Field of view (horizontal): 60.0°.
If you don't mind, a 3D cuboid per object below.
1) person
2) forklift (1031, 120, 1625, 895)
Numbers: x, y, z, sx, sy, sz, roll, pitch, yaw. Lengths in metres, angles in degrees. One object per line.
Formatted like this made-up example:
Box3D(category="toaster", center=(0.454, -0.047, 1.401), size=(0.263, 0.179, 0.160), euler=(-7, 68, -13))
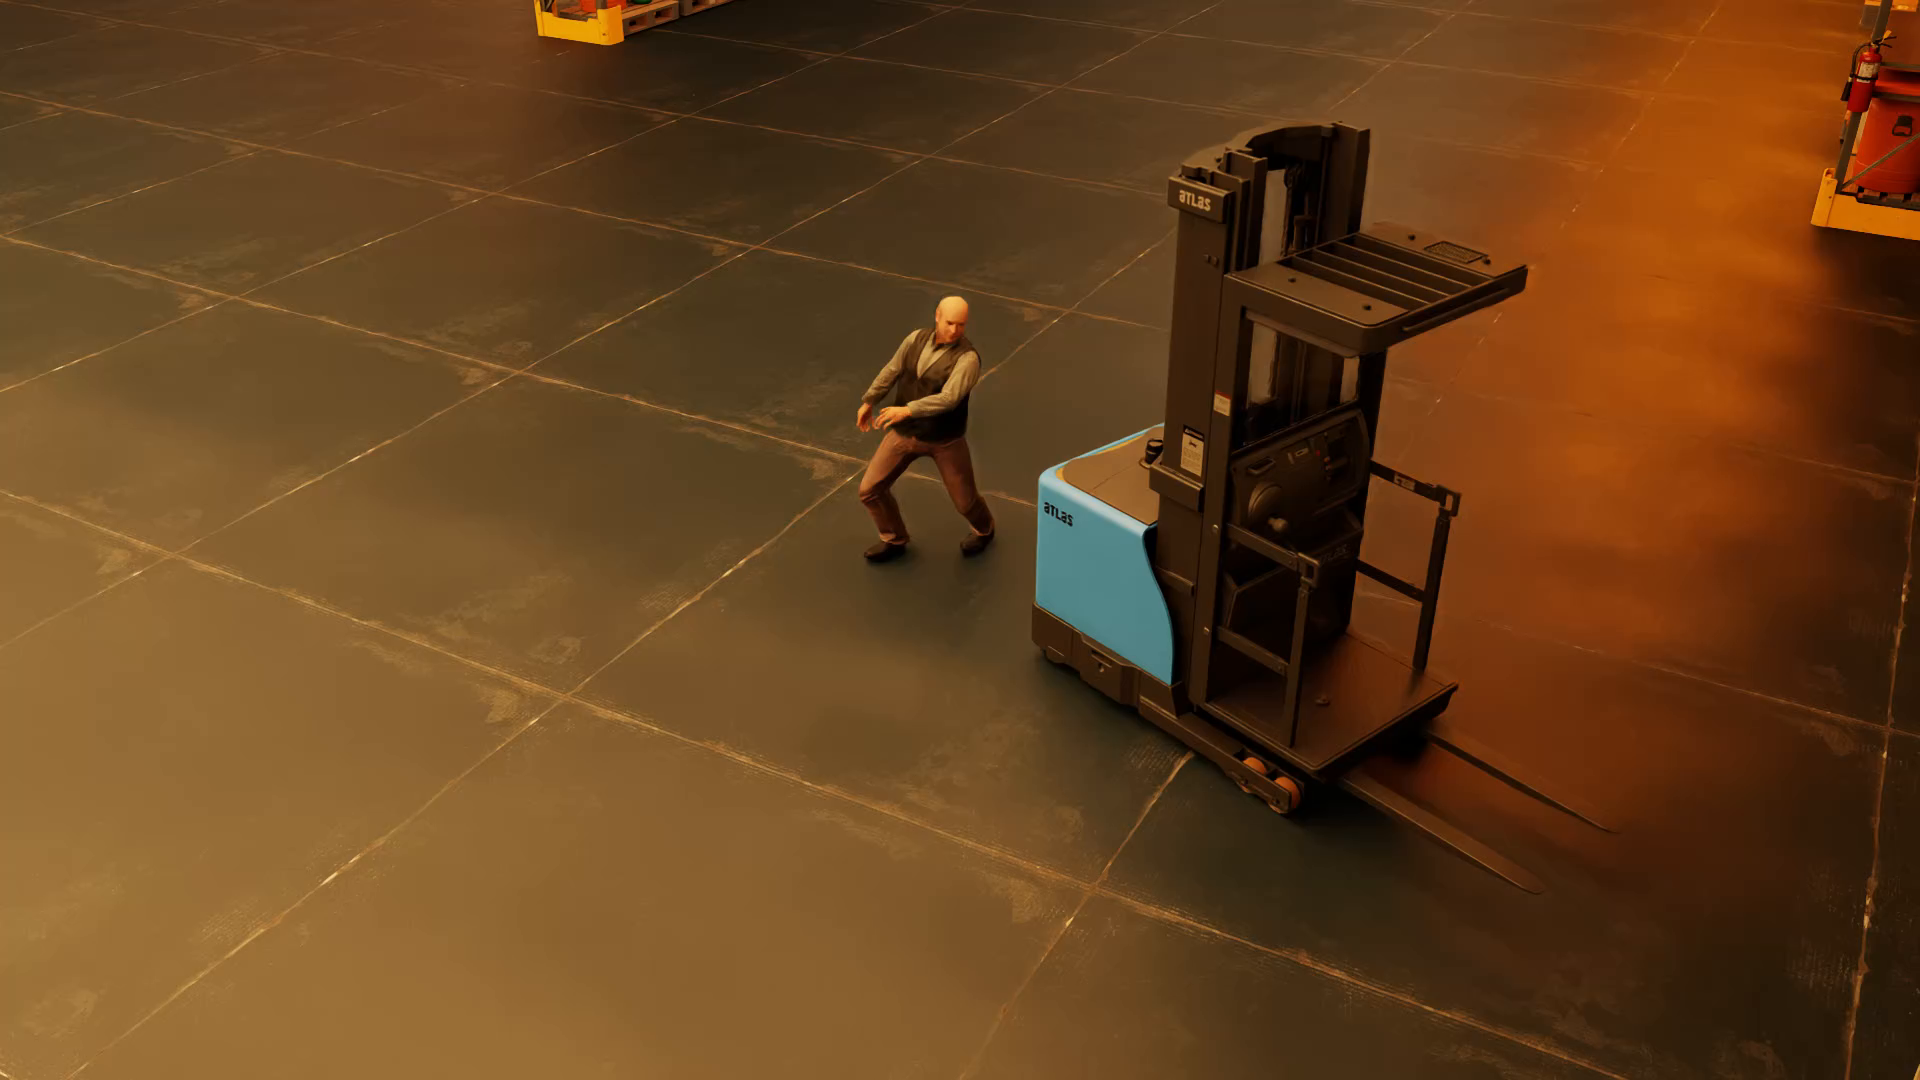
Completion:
Box3D(category="person", center=(-0.265, -0.604, 9.443), size=(0.758, 1.608, 0.842), euler=(14, 33, 23))
Box3D(category="forklift", center=(1.714, -0.275, 7.548), size=(1.130, 2.935, 3.031), euler=(-23, 37, -34))
